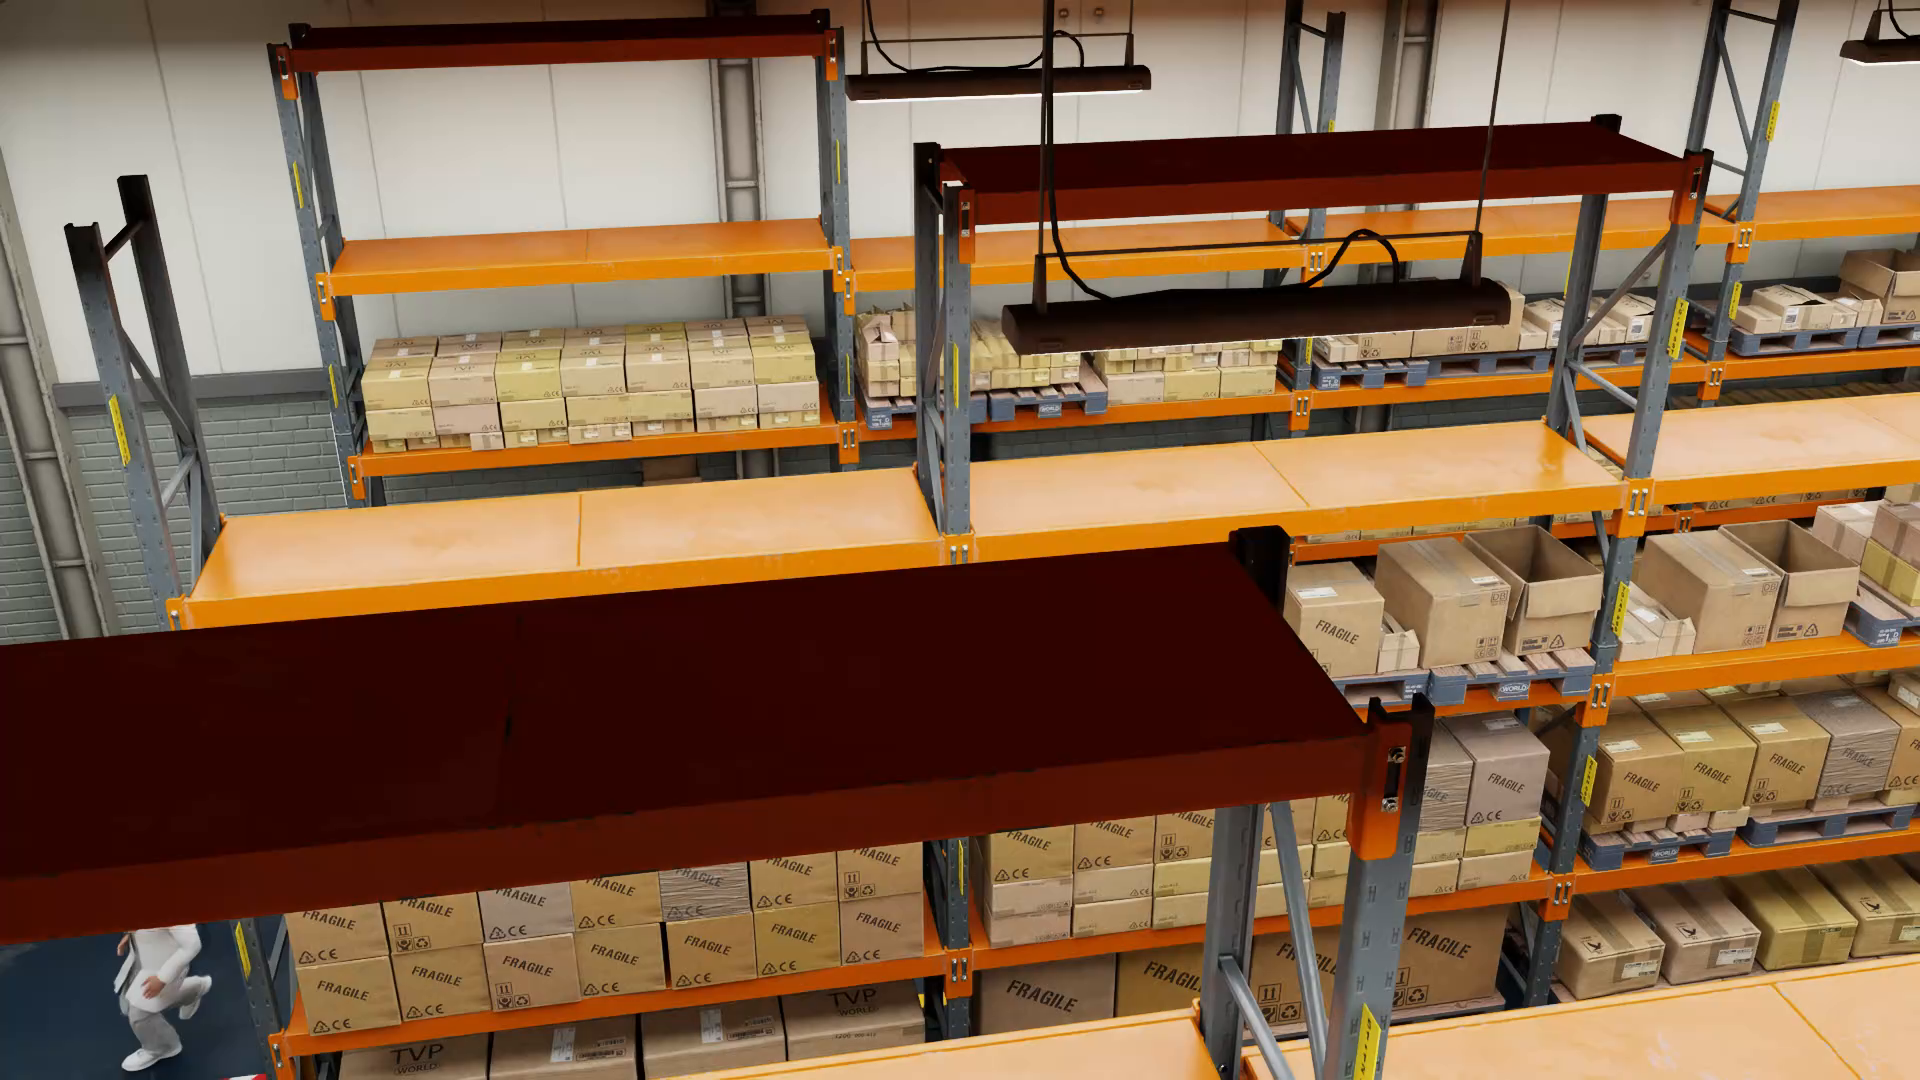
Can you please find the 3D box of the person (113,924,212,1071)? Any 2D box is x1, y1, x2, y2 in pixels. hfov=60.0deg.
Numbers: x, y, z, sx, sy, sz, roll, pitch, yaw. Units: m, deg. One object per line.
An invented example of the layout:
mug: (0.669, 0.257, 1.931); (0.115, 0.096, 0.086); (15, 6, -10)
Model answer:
person: (-5.135, 2.719, 10.717); (0.750, 1.698, 0.656); (20, 32, 35)
